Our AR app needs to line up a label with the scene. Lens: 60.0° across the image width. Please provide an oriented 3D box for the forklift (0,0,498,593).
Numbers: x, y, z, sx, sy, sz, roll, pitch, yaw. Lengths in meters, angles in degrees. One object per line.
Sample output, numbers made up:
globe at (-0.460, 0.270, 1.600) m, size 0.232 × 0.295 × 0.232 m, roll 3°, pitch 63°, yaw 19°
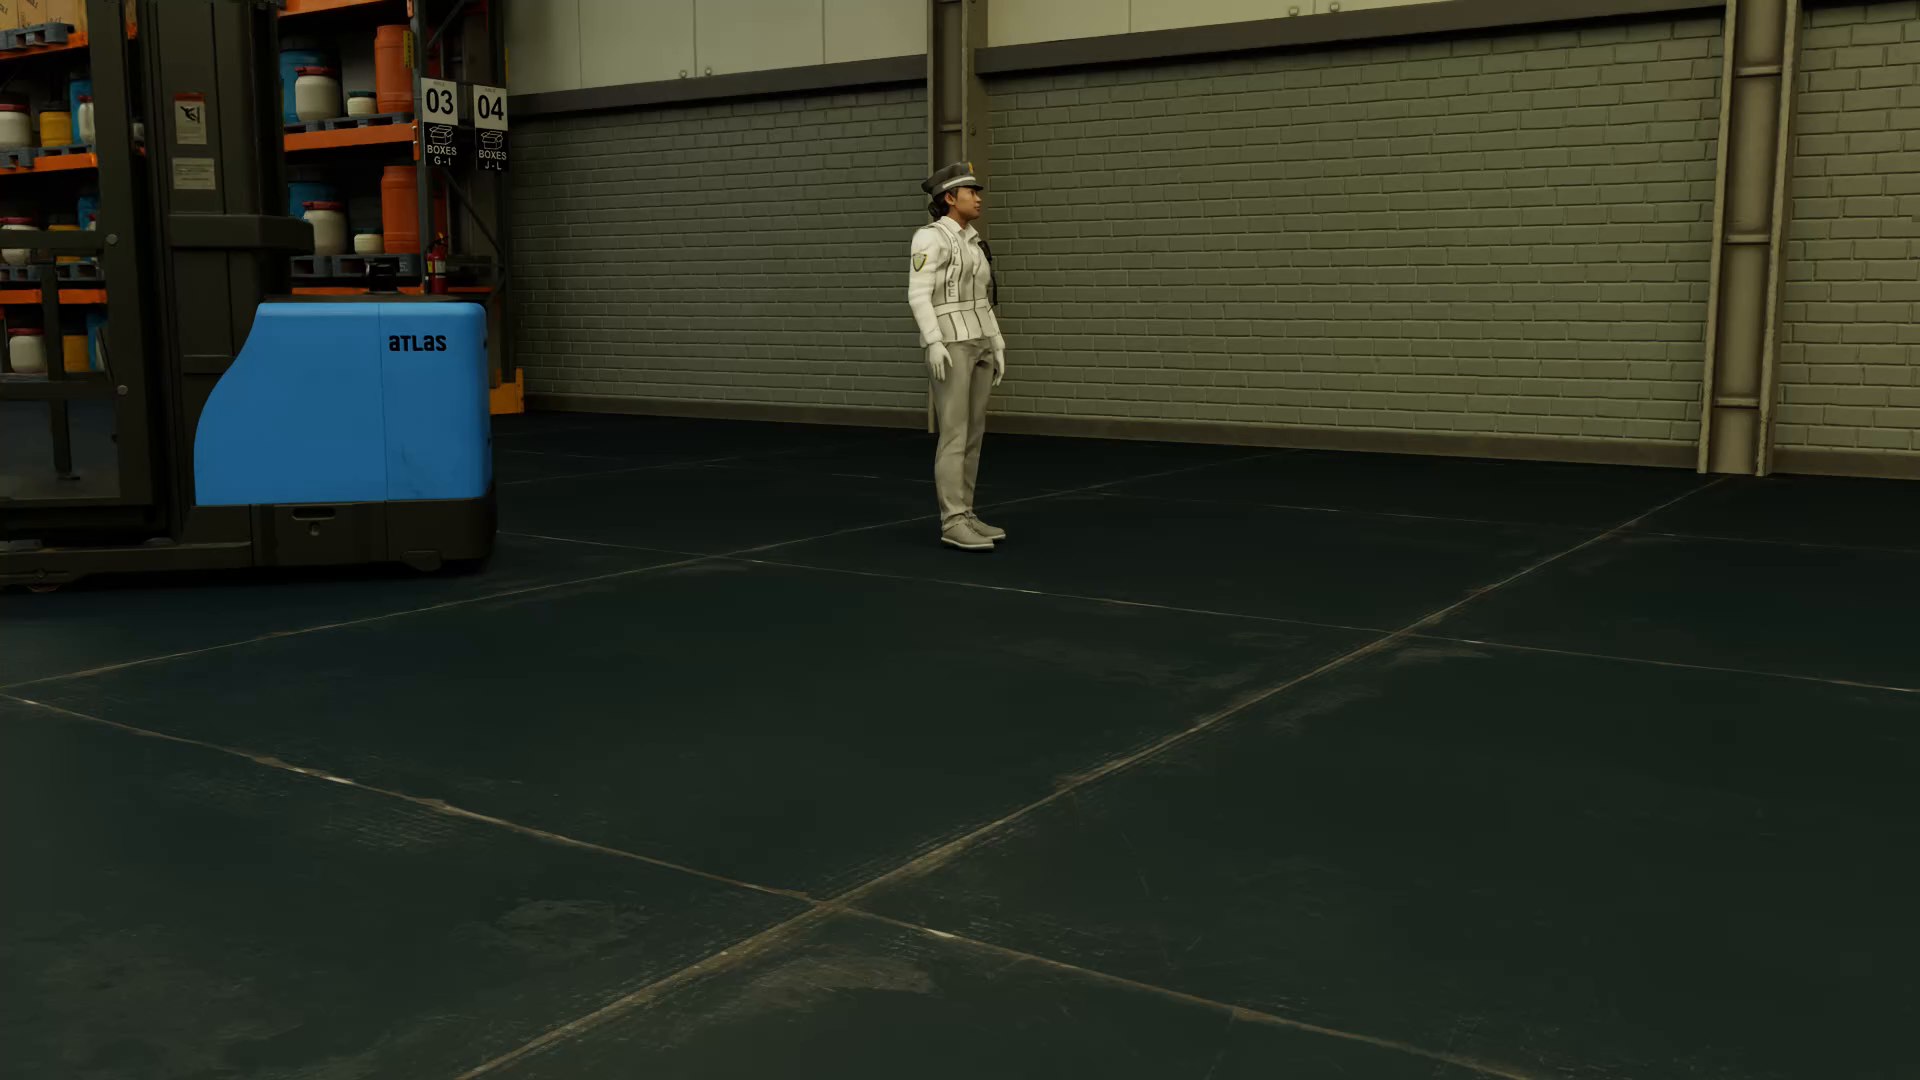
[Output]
forklift at (-3.458, -1.328, 6.535) m, size 3.031 × 2.935 × 1.130 m, roll -2°, pitch 8°, yaw -13°

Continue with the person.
person at (0.053, -0.840, 7.439) m, size 0.530 × 1.694 × 0.586 m, roll 5°, pitch 10°, yaw 34°
